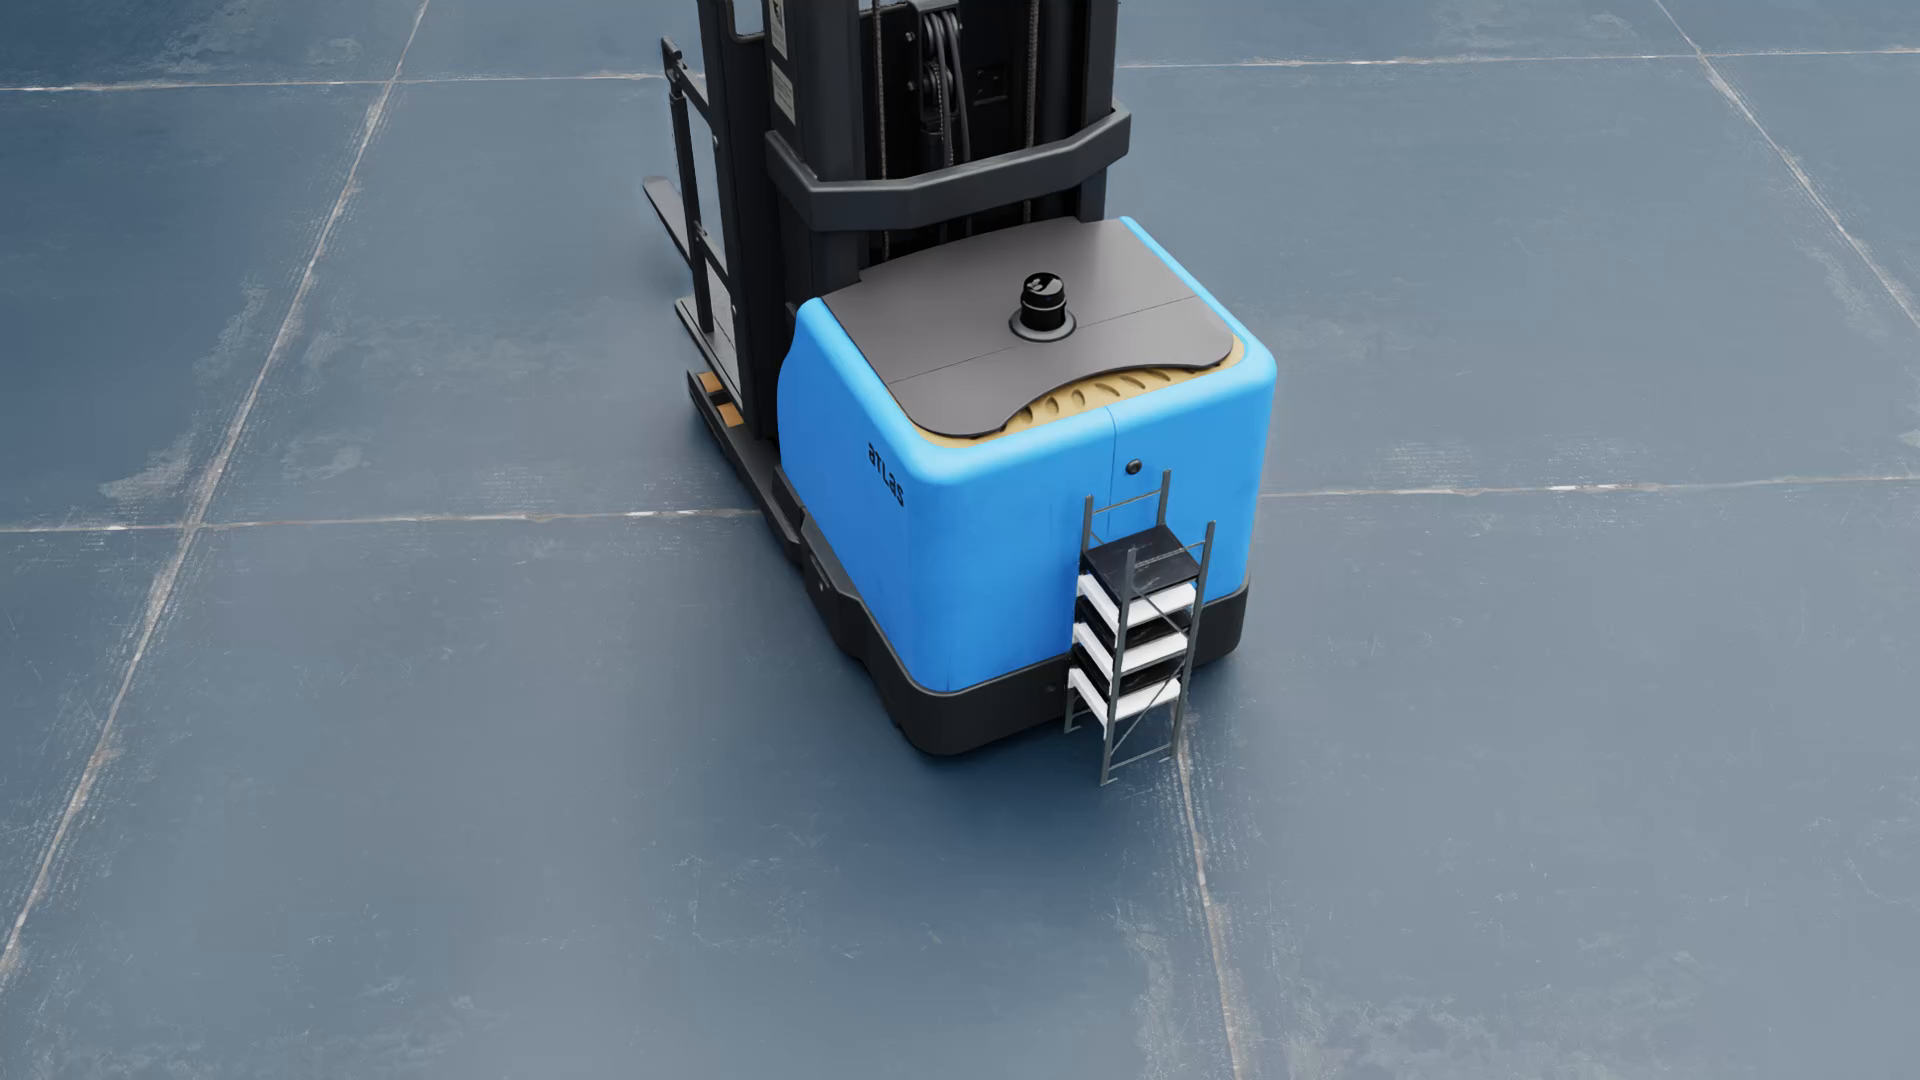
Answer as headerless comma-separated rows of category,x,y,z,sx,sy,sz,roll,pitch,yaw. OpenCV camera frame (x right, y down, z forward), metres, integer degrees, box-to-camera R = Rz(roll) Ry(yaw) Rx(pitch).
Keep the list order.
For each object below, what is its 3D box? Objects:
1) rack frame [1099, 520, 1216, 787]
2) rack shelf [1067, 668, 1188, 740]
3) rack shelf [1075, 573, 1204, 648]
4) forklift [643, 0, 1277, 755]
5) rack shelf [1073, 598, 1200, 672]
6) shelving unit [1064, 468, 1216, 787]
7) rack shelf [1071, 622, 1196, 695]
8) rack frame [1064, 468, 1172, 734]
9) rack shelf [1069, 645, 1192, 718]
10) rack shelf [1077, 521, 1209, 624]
rack frame,0.495,0.311,4.245,0.240,0.900,0.006,-18,48,-19
rack shelf,0.447,0.399,4.458,0.258,0.077,0.200,-18,48,-19
rack shelf,0.453,0.142,4.207,0.258,0.077,0.200,-18,48,-19
forklift,-0.273,-1.495,4.711,1.130,2.935,3.031,-18,45,-19
rack shelf,0.451,0.206,4.270,0.258,0.077,0.200,-18,48,-19
shelving unit,0.450,0.247,4.309,0.258,0.900,0.210,-18,48,-19
rack shelf,0.450,0.271,4.333,0.258,0.077,0.200,-18,48,-19
rack frame,0.406,0.183,4.374,0.240,0.900,0.006,-18,48,-19
rack shelf,0.448,0.335,4.396,0.258,0.077,0.200,-18,48,-19
rack shelf,0.454,0.078,4.144,0.258,0.077,0.200,-18,48,-19
